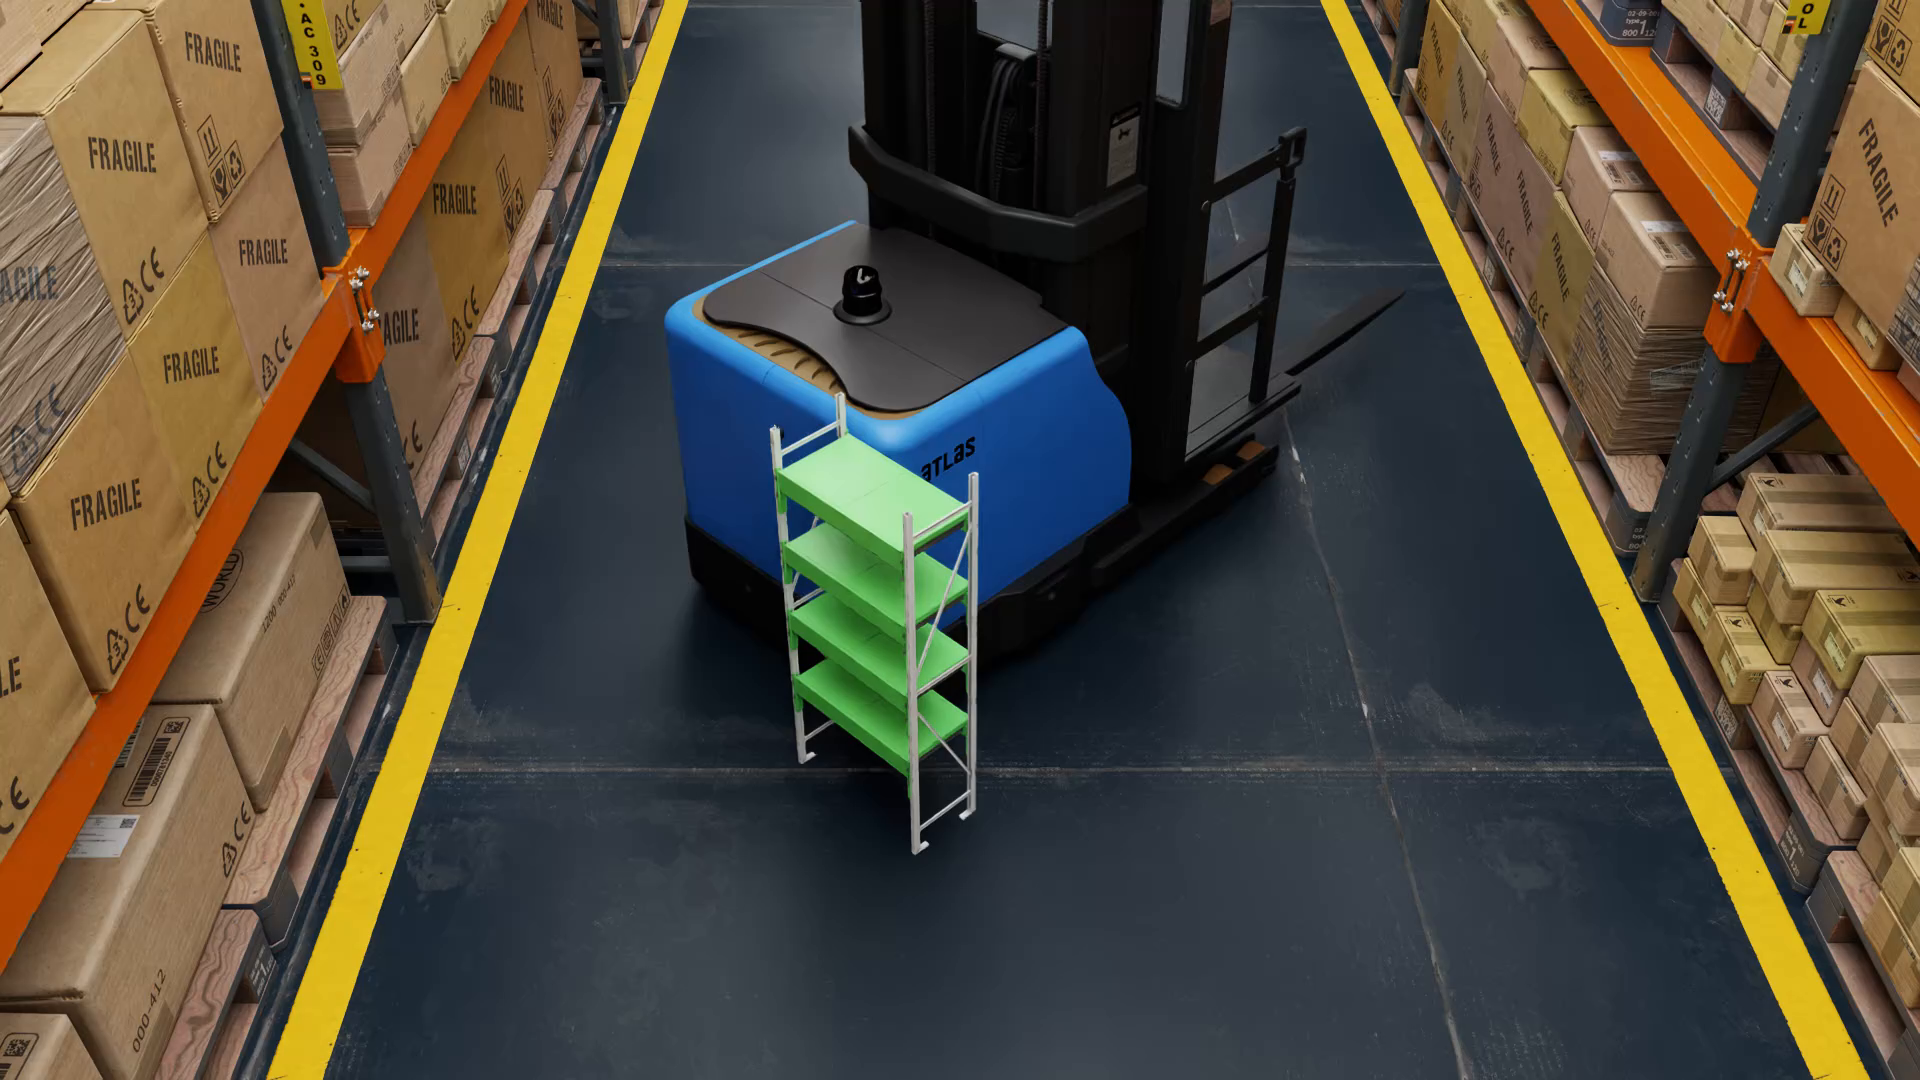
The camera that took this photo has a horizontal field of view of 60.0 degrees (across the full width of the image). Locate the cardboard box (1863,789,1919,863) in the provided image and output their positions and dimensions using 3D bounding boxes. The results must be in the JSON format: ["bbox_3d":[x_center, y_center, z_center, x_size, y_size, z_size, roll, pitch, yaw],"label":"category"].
[{"bbox_3d":[2.523,0.715,4.165,0.380,0.149,0.250,2,39,2],"label":"cardboard box"}]

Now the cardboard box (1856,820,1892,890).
[{"bbox_3d":[2.560,0.830,4.260,0.380,0.149,0.250,-2,39,-2],"label":"cardboard box"}]

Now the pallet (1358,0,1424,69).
[{"bbox_3d":[2.812,-2.902,9.202,1.003,0.211,1.213,0,39,0],"label":"pallet"}]

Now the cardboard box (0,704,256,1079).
[{"bbox_3d":[-2.312,0.860,3.992,0.875,0.438,0.875,-1,39,-1],"label":"cardboard box"}]

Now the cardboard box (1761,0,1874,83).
[{"bbox_3d":[2.545,-1.426,4.758,0.380,0.149,0.250,1,39,1],"label":"cardboard box"}]

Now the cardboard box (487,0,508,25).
[{"bbox_3d":[-1.922,-2.102,6.095,0.500,0.250,0.500,-1,39,-1],"label":"cardboard box"}]

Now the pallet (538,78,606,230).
[{"bbox_3d":[-2.286,-1.849,7.889,1.003,0.211,1.213,0,39,0],"label":"pallet"}]

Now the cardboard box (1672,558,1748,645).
[{"bbox_3d":[2.422,0.181,5.070,0.380,0.149,0.250,-2,39,-2],"label":"cardboard box"}]

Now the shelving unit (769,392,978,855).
[{"bbox_3d":[-0.217,0.249,4.480,0.258,1.200,0.503,-32,48,-33],"label":"shelving unit"}]

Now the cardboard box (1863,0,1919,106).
[{"bbox_3d":[2.499,-1.259,3.805,0.500,0.500,0.500,1,39,1],"label":"cardboard box"}]

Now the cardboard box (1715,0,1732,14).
[{"bbox_3d":[2.546,-1.746,5.158,0.380,0.149,0.250,2,39,2],"label":"cardboard box"}]

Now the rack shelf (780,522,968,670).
[{"bbox_3d":[-0.217,0.112,4.369,0.258,0.148,0.480,-32,48,-33],"label":"rack shelf"}]

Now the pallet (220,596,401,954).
[{"bbox_3d":[-2.285,0.635,4.789,1.003,0.211,1.213,0,39,0],"label":"pallet"}]

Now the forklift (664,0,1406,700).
[{"bbox_3d":[0.495,-1.445,5.210,1.130,2.935,3.031,31,48,33],"label":"forklift"}]

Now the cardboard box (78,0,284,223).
[{"bbox_3d":[-1.931,-1.063,3.799,0.500,0.500,0.500,0,39,0],"label":"cardboard box"}]

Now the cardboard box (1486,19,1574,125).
[{"bbox_3d":[2.485,-1.920,6.811,0.500,0.250,0.500,0,39,0],"label":"cardboard box"}]

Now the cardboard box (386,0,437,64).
[{"bbox_3d":[-1.955,-1.667,5.152,0.500,0.250,0.500,1,39,1],"label":"cardboard box"}]

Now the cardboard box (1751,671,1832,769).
[{"bbox_3d":[2.474,0.503,4.668,0.380,0.149,0.250,0,39,0],"label":"cardboard box"}]

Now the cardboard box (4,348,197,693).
[{"bbox_3d":[-1.930,-0.042,3.324,0.500,0.500,0.500,-1,39,-1],"label":"cardboard box"}]

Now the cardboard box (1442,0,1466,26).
[{"bbox_3d":[2.497,-2.547,7.593,0.500,0.250,0.500,-2,39,-2],"label":"cardboard box"}]

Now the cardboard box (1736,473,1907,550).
[{"bbox_3d":[2.536,-0.064,4.899,0.380,0.149,0.250,1,39,2],"label":"cardboard box"}]

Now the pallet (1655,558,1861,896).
[{"bbox_3d":[2.779,0.512,4.942,1.003,0.211,1.213,0,39,0],"label":"pallet"}]

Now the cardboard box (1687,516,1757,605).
[{"bbox_3d":[2.423,0.064,4.978,0.380,0.149,0.250,2,39,2],"label":"cardboard box"}]

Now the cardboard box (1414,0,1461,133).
[{"bbox_3d":[2.484,-2.243,7.813,0.500,0.500,0.500,-2,39,-2],"label":"cardboard box"}]

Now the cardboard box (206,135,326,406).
[{"bbox_3d":[-1.951,-0.678,4.118,0.500,0.500,0.500,0,39,0],"label":"cardboard box"}]

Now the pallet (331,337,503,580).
[{"bbox_3d":[-2.284,-0.323,5.985,1.003,0.211,1.213,0,39,0],"label":"pallet"}]

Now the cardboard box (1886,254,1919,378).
[{"bbox_3d":[2.499,-0.531,3.697,0.500,0.500,0.500,0,39,0],"label":"cardboard box"}]

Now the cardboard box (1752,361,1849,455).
[{"bbox_3d":[3.007,-0.646,5.821,0.500,0.500,0.500,1,39,2],"label":"cardboard box"}]

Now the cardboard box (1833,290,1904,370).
[{"bbox_3d":[2.490,-0.559,4.249,0.380,0.149,0.250,1,39,1],"label":"cardboard box"}]

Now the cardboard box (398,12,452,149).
[{"bbox_3d":[-1.946,-1.469,5.305,0.500,0.250,0.500,-1,39,-1],"label":"cardboard box"}]

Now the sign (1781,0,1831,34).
[{"bbox_3d":[2.187,-1.445,4.228,0.100,0.325,0.005,0,39,0],"label":"sign"}]

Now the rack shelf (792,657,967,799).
[{"bbox_3d":[-0.217,0.486,4.670,0.258,0.148,0.480,-32,48,-33],"label":"rack shelf"}]

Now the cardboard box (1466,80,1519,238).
[{"bbox_3d":[2.493,-1.608,7.020,0.500,0.500,0.500,-1,39,-1],"label":"cardboard box"}]

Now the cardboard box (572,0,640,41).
[{"bbox_3d":[-2.203,-2.922,8.763,0.950,0.372,0.625,-2,39,-3],"label":"cardboard box"}]

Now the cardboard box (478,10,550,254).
[{"bbox_3d":[-2.297,-1.775,6.930,0.875,0.875,0.875,0,39,1],"label":"cardboard box"}]

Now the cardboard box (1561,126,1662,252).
[{"bbox_3d":[2.502,-1.264,5.992,0.500,0.250,0.500,2,39,2],"label":"cardboard box"}]

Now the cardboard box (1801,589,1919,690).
[{"bbox_3d":[2.526,0.267,4.487,0.380,0.149,0.250,-1,39,-1],"label":"cardboard box"}]

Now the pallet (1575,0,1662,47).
[{"bbox_3d":[2.781,-2.184,6.230,1.003,0.211,1.213,0,39,0],"label":"pallet"}]

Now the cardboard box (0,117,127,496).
[{"bbox_3d":[-1.928,-0.428,3.005,0.500,0.500,0.500,0,39,1],"label":"cardboard box"}]

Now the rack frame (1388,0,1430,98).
[{"bbox_3d":[2.738,-3.497,7.715,1.000,3.000,0.127,0,39,0],"label":"rack frame"}]

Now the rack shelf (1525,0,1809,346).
[{"bbox_3d":[2.740,-1.966,6.379,1.077,0.370,4.000,0,39,0],"label":"rack shelf"}]

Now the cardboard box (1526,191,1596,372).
[{"bbox_3d":[2.489,-0.968,6.222,0.500,0.500,0.500,-1,39,-1],"label":"cardboard box"}]

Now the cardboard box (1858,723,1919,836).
[{"bbox_3d":[2.468,0.589,4.084,0.380,0.149,0.250,1,39,1],"label":"cardboard box"}]

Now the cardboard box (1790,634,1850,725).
[{"bbox_3d":[2.549,0.374,4.590,0.380,0.149,0.250,0,39,0],"label":"cardboard box"}]

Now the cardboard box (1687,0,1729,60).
[{"bbox_3d":[2.545,-1.628,5.248,0.380,0.149,0.250,0,39,0],"label":"cardboard box"}]

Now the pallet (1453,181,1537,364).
[{"bbox_3d":[2.736,-1.159,7.028,1.003,0.211,1.213,0,39,0],"label":"pallet"}]

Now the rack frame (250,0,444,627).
[{"bbox_3d":[-2.207,-0.929,4.511,1.000,3.000,0.127,0,39,0],"label":"rack frame"}]

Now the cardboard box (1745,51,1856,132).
[{"bbox_3d":[2.544,-1.310,4.851,0.380,0.149,0.250,-1,39,-1],"label":"cardboard box"}]

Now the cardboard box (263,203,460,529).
[{"bbox_3d":[-2.288,-0.651,5.527,0.875,0.875,0.875,1,39,1],"label":"cardboard box"}]

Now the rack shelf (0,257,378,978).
[{"bbox_3d":[-2.205,0.603,3.175,1.077,0.370,4.000,0,39,0],"label":"rack shelf"}]

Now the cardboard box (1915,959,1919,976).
[{"bbox_3d":[2.435,1.027,3.776,0.380,0.149,0.250,0,39,0],"label":"cardboard box"}]

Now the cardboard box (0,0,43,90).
[{"bbox_3d":[-1.988,-0.940,3.126,0.380,0.149,0.250,0,39,0],"label":"cardboard box"}]

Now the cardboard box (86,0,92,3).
[{"bbox_3d":[-1.997,-1.254,3.518,0.380,0.149,0.250,1,39,1],"label":"cardboard box"}]

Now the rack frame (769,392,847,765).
[{"bbox_3d":[-0.389,0.141,4.615,0.240,1.200,0.015,-32,48,-33],"label":"rack frame"}]

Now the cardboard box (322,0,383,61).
[{"bbox_3d":[-1.920,-1.633,4.510,0.500,0.500,0.500,0,39,0],"label":"cardboard box"}]
